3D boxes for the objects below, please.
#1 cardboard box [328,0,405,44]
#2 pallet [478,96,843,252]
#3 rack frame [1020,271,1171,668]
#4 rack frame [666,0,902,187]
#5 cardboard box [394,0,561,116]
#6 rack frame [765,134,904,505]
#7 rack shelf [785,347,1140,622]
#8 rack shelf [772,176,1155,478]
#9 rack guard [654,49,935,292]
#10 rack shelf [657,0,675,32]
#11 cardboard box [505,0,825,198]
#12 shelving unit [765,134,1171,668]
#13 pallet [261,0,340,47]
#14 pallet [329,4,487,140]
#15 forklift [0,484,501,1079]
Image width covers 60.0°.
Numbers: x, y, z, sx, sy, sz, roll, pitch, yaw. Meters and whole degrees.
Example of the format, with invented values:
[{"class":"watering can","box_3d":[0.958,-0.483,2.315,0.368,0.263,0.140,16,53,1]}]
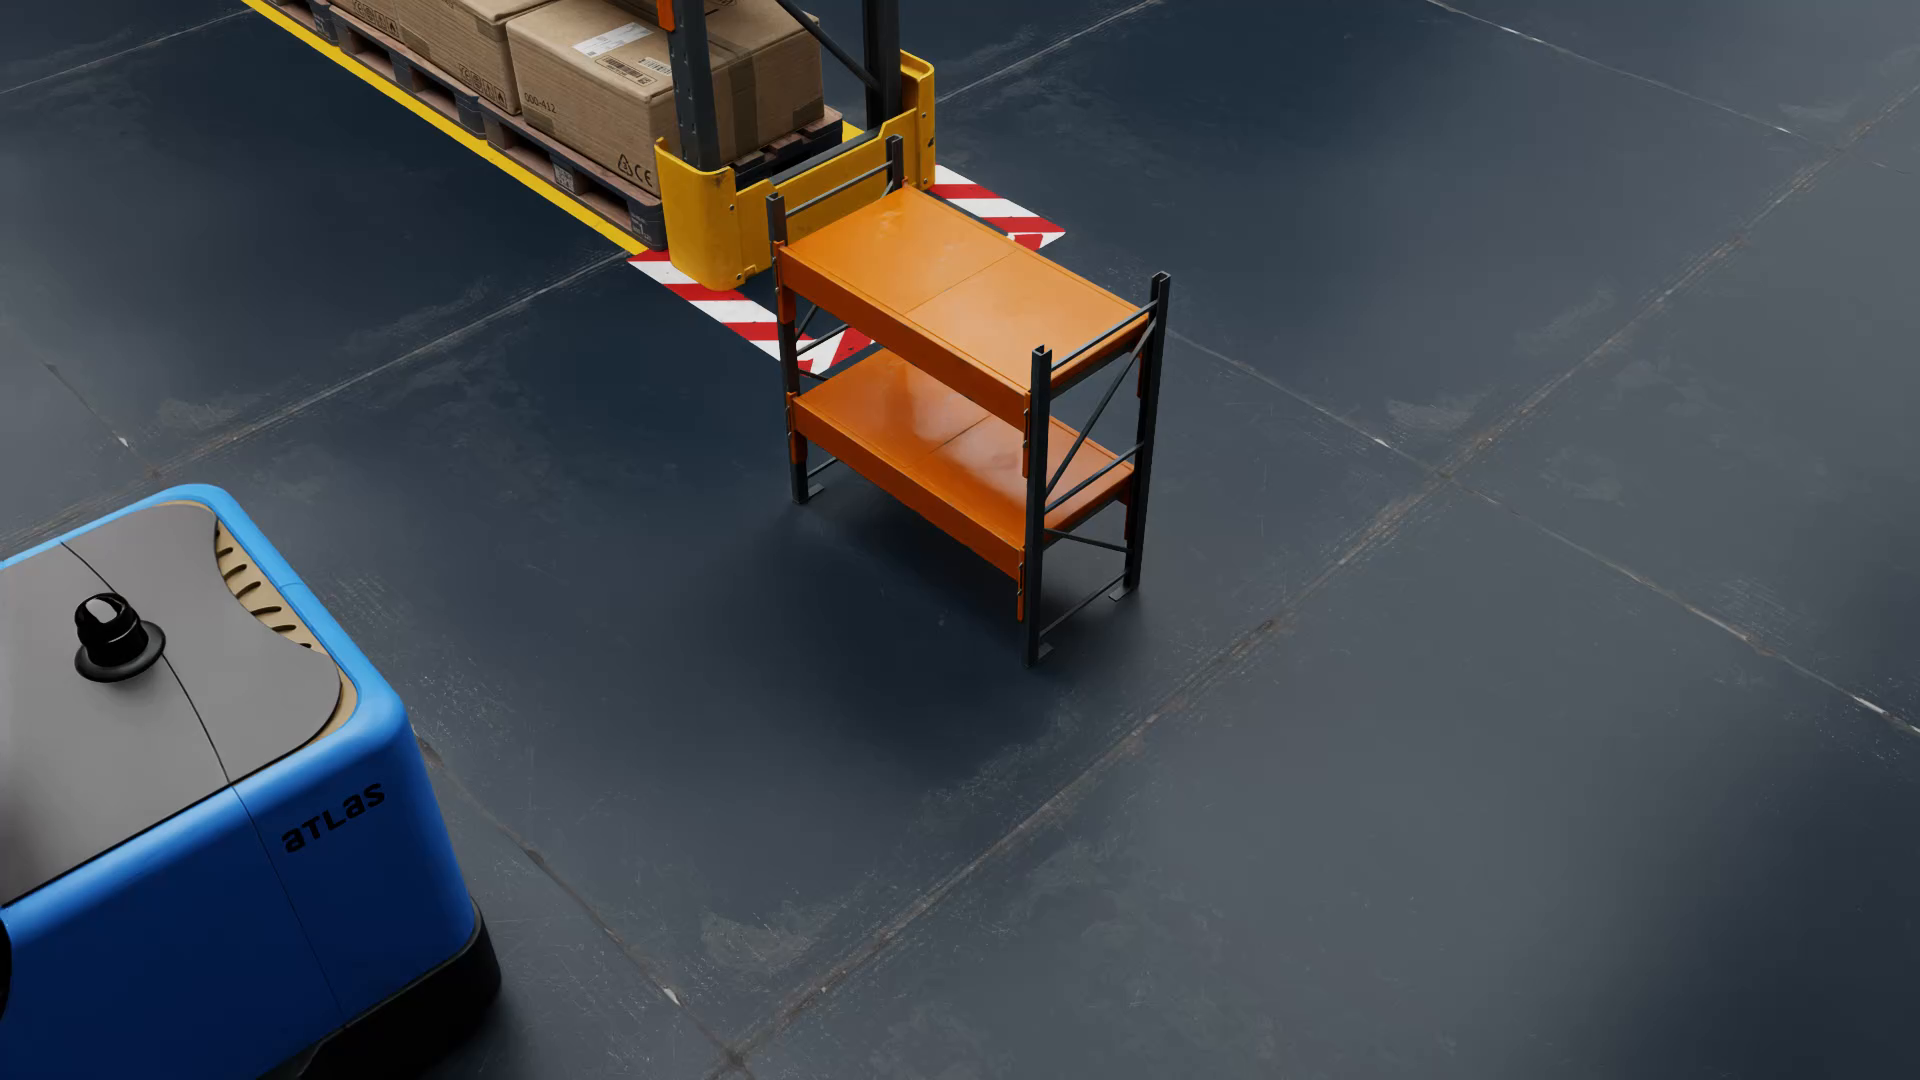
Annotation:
[{"class":"cardboard box","box_3d":[-2.451,-2.744,7.588,0.875,0.438,0.875,33,52,30]},{"class":"pallet","box_3d":[-1.247,-1.714,6.950,1.003,0.211,1.213,-34,53,-31]},{"class":"rack frame","box_3d":[0.364,-0.166,4.600,0.500,1.125,0.032,-34,53,-31]},{"class":"rack frame","box_3d":[-0.626,-2.392,5.628,1.000,3.000,0.127,-34,53,-31]},{"class":"cardboard box","box_3d":[-1.816,-2.310,7.118,0.875,0.438,0.875,-33,52,-30]},{"class":"rack frame","box_3d":[-0.354,-0.654,5.129,0.500,1.125,0.032,-34,53,-31]},{"class":"rack shelf","box_3d":[0.005,-0.230,5.031,0.538,0.278,1.000,-34,53,-31]},{"class":"rack shelf","box_3d":[0.005,-0.625,4.666,0.538,0.278,1.000,-34,53,-31]},{"class":"rack guard","box_3d":[-0.610,-1.462,6.464,1.175,0.500,0.348,-34,53,-31]},{"class":"rack shelf","box_3d":[-2.039,-3.089,6.912,1.077,0.370,4.000,-34,53,-31]},{"class":"cardboard box","box_3d":[-1.163,-1.874,6.647,0.875,0.438,0.875,32,52,30]},{"class":"shelving unit","box_3d":[0.005,-0.410,4.865,0.538,1.125,1.048,-34,53,-31]},{"class":"pallet","box_3d":[-2.970,-2.887,8.219,1.003,0.211,1.213,-34,53,-31]},{"class":"pallet","box_3d":[-2.104,-2.301,7.584,1.003,0.211,1.213,-34,53,-31]},{"class":"forklift","box_3d":[-2.544,0.460,2.593,3.031,2.935,1.130,-31,51,-29]}]
